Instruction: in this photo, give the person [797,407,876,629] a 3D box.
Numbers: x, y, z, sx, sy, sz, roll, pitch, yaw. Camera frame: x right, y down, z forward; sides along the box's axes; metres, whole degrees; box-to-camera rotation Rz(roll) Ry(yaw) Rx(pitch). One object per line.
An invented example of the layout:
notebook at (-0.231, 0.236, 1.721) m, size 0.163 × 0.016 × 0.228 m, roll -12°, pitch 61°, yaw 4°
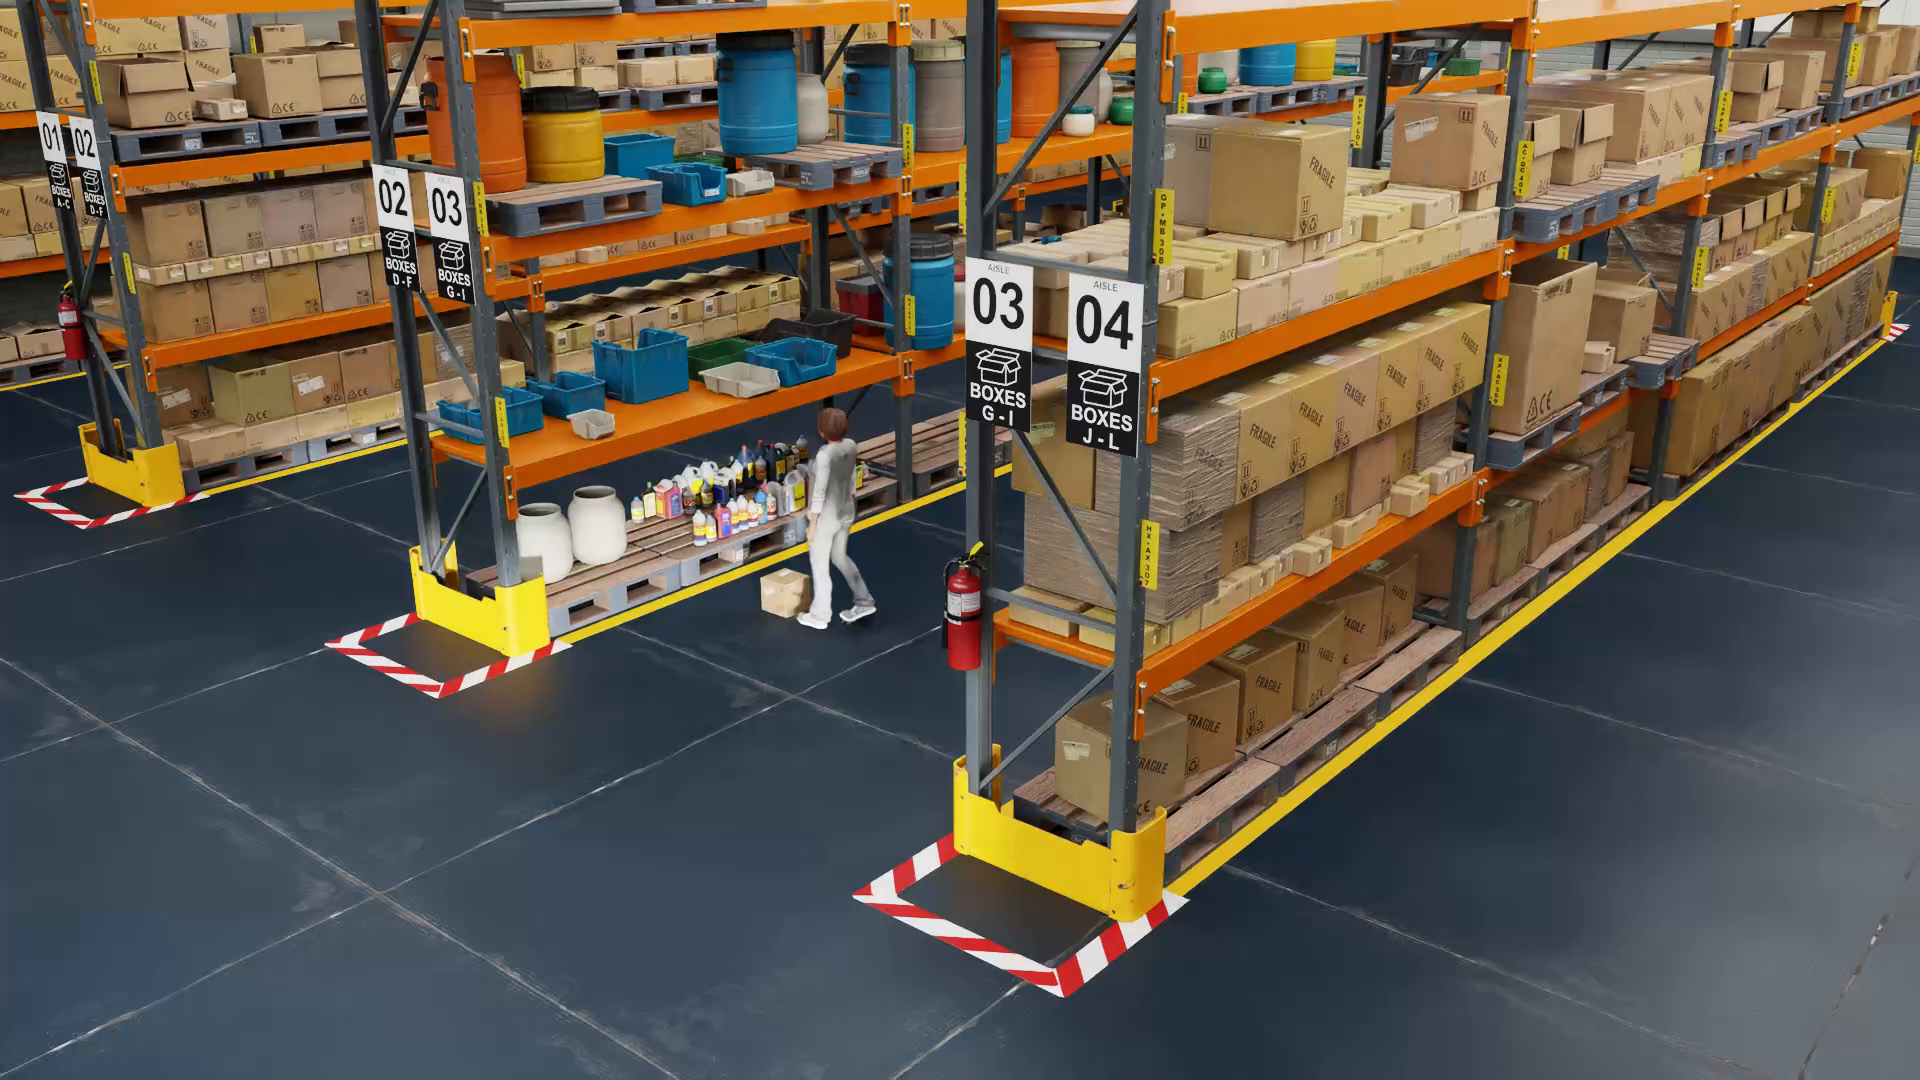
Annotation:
person at (-0.902, -0.157, 11.486) m, size 0.486 × 1.594 × 0.456 m, roll 13°, pitch 24°, yaw 32°
